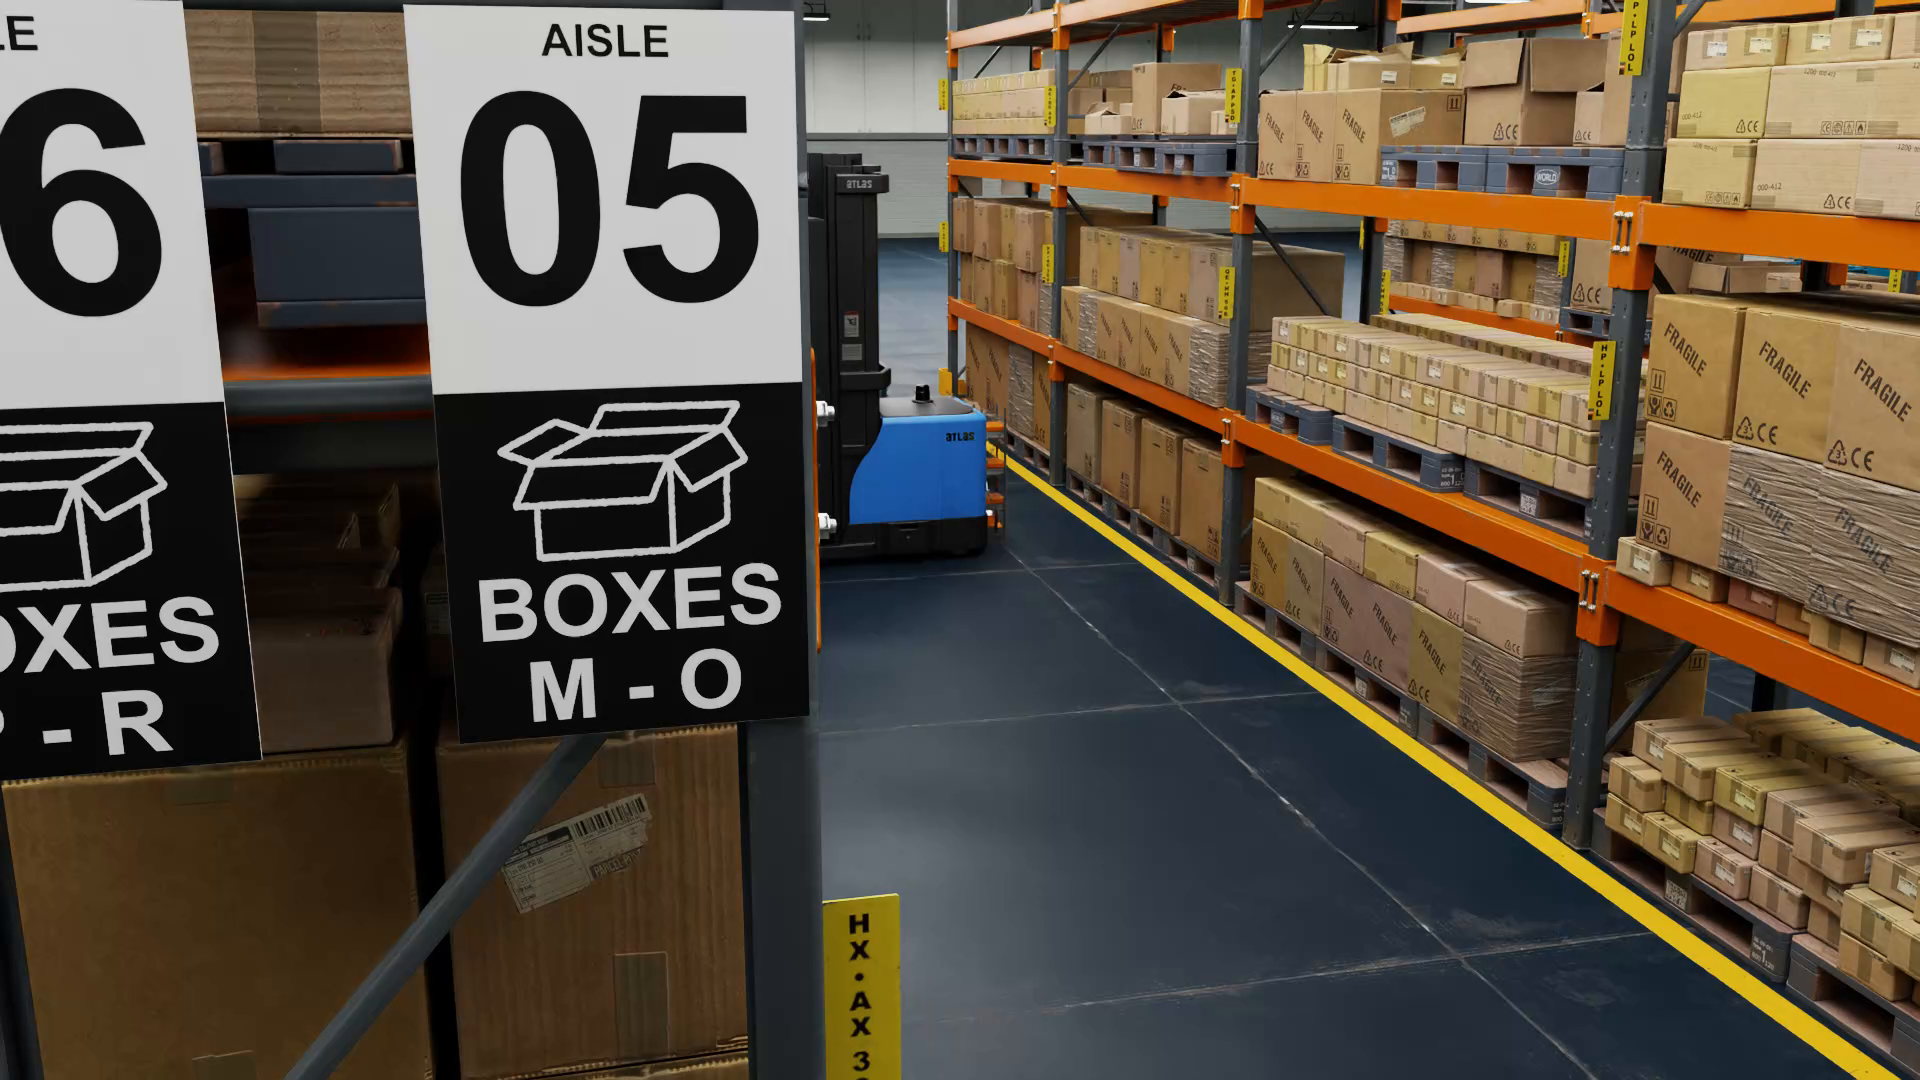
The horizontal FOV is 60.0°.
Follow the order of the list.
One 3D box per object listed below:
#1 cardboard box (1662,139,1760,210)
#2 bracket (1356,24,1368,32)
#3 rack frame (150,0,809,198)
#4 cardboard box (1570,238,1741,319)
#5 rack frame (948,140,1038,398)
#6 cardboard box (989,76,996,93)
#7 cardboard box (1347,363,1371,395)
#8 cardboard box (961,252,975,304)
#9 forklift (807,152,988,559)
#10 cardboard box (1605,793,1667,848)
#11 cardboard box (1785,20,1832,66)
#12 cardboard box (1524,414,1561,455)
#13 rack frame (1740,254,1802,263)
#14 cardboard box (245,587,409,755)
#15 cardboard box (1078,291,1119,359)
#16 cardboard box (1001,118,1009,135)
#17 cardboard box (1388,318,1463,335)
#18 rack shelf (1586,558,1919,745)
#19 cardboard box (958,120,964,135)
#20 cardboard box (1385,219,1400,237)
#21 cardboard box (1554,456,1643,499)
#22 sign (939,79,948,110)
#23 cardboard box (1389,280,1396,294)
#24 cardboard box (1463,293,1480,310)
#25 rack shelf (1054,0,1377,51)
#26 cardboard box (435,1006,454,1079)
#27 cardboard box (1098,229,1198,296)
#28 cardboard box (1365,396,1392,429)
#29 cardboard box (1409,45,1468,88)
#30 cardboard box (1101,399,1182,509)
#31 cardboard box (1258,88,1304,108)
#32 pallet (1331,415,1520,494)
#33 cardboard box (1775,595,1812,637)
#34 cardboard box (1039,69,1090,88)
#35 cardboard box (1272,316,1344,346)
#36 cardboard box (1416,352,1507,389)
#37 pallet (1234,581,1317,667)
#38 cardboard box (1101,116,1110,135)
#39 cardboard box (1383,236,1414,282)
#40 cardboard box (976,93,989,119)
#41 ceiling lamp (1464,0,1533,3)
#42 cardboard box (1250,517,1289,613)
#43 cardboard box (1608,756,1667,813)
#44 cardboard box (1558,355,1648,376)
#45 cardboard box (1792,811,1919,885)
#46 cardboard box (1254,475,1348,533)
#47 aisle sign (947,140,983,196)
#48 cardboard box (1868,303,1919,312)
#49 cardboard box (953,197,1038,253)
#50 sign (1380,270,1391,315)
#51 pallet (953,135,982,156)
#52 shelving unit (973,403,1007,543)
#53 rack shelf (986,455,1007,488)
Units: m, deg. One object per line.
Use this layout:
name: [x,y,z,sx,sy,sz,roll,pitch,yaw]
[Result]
cardboard box: [3.034,-1.388,6.285,0.500,0.250,0.500,-3,14,-10]
bracket: [12.614,-16.068,52.152,0.235,0.232,0.430,-3,14,-13]
rack frame: [-0.666,-1.818,1.407,1.000,3.000,0.127,-3,14,-13]
cardboard box: [6.199,-2.529,14.808,1.000,1.000,1.000,-3,14,-13]
rack frame: [0.364,-2.894,18.452,1.000,3.000,0.127,-3,14,-13]
cardboard box: [0.491,-4.422,16.139,0.380,0.149,0.250,-3,14,-12]
cardboard box: [2.410,-0.912,9.359,0.380,0.149,0.250,-3,14,-13]
cardboard box: [0.495,-2.884,18.094,0.875,0.550,0.550,-3,14,-13]
forklift: [-1.365,-1.331,12.198,3.031,2.935,1.130,-3,14,-14]
cardboard box: [2.955,1.157,6.992,0.380,0.149,0.250,-4,14,-16]
cardboard box: [3.160,-1.746,5.857,0.380,0.149,0.250,-3,14,-14]
cardboard box: [2.834,-0.493,7.644,0.380,0.149,0.250,-3,14,-13]
rack frame: [10.023,-3.423,20.618,1.000,3.000,0.127,-3,14,-13]
cardboard box: [-0.945,0.175,2.204,0.380,0.149,0.250,-3,14,-12]
cardboard box: [1.284,-1.767,13.628,0.500,0.500,0.500,-3,14,-13]
cardboard box: [0.606,-3.919,15.760,0.380,0.149,0.250,-3,14,-14]
cardboard box: [2.860,-1.274,10.211,0.380,0.149,0.250,-3,14,-14]
rack shelf: [3.652,0.685,5.317,1.077,0.370,4.000,-3,14,-13]
cardboard box: [0.193,-4.326,17.426,0.380,0.149,0.250,-3,14,-13]
cardboard box: [5.073,-3.684,18.740,0.500,0.500,0.500,-3,14,-13]
cardboard box: [2.896,-0.288,7.430,0.380,0.149,0.250,-4,14,-14]
sign: [-0.177,-4.784,17.861,0.100,0.325,0.005,-3,14,-13]
cardboard box: [5.084,-2.887,18.954,0.380,0.149,0.250,-3,14,-13]
cardboard box: [5.474,-2.482,17.296,0.380,0.149,0.250,-3,14,-13]
rack shelf: [1.773,-3.880,12.207,1.077,0.370,4.000,-3,14,-13]
cardboard box: [-1.037,0.951,2.502,0.500,0.500,0.500,-3,14,-13]
cardboard box: [1.548,-2.273,13.591,0.700,0.500,0.500,-4,14,-14]
cardboard box: [2.465,-0.710,9.157,0.380,0.149,0.250,-3,14,-12]
cardboard box: [2.725,-2.730,9.635,0.396,0.266,0.258,-3,14,-13]
cardboard box: [1.759,-0.721,13.414,1.050,0.750,0.750,-3,14,-13]
cardboard box: [2.286,-2.894,11.224,0.500,0.311,0.500,-3,14,-13]
pallet: [2.747,-0.501,9.060,1.003,0.211,1.213,-3,14,-13]
cardboard box: [3.235,0.257,6.084,0.380,0.149,0.250,-4,14,-16]
cardboard box: [0.907,-4.013,14.465,0.380,0.149,0.250,-3,14,-14]
cardboard box: [2.164,-1.301,10.322,0.380,0.149,0.250,-3,14,-13]
cardboard box: [2.593,-0.879,8.595,0.380,0.149,0.250,-4,14,-16]
pallet: [2.425,0.487,10.490,1.003,0.211,1.213,-3,14,-13]
cardboard box: [1.306,-3.306,13.251,0.250,0.149,0.380,-3,14,-13]
cardboard box: [5.311,-3.212,18.915,0.875,0.500,0.500,-3,14,-13]
cardboard box: [0.467,-4.316,16.547,0.500,0.250,0.500,-3,14,-14]
ceiling lamp: [11.838,-13.263,35.955,2.000,3.185,0.800,-3,14,-13]
cardboard box: [2.161,0.139,10.418,0.500,0.500,0.500,-4,14,-16]
cardboard box: [2.956,1.012,6.958,0.380,0.149,0.250,-3,14,-11]
cardboard box: [3.291,-0.853,8.489,0.380,0.149,0.250,-3,14,-14]
cardboard box: [3.240,1.102,5.965,0.380,0.149,0.250,-3,14,-12]
cardboard box: [2.169,-0.230,10.349,0.500,0.250,0.500,-4,14,-16]
aisle sign: [0.056,-4.156,18.142,0.394,0.787,0.004,-3,14,-13]
cardboard box: [3.682,-0.592,6.086,0.500,0.500,0.500,-4,14,-15]
cardboard box: [0.413,-3.403,17.946,0.875,0.550,0.550,-3,14,-13]
sign: [2.768,-1.605,10.902,0.100,0.325,0.005,-3,14,-13]
pallet: [0.548,-4.137,17.408,1.003,0.211,1.213,-3,14,-13]
shelving unit: [0.225,-0.510,12.803,0.215,1.050,0.252,-3,14,-14]
rack shelf: [0.225,-0.500,12.806,0.215,0.259,0.240,-3,14,-14]
